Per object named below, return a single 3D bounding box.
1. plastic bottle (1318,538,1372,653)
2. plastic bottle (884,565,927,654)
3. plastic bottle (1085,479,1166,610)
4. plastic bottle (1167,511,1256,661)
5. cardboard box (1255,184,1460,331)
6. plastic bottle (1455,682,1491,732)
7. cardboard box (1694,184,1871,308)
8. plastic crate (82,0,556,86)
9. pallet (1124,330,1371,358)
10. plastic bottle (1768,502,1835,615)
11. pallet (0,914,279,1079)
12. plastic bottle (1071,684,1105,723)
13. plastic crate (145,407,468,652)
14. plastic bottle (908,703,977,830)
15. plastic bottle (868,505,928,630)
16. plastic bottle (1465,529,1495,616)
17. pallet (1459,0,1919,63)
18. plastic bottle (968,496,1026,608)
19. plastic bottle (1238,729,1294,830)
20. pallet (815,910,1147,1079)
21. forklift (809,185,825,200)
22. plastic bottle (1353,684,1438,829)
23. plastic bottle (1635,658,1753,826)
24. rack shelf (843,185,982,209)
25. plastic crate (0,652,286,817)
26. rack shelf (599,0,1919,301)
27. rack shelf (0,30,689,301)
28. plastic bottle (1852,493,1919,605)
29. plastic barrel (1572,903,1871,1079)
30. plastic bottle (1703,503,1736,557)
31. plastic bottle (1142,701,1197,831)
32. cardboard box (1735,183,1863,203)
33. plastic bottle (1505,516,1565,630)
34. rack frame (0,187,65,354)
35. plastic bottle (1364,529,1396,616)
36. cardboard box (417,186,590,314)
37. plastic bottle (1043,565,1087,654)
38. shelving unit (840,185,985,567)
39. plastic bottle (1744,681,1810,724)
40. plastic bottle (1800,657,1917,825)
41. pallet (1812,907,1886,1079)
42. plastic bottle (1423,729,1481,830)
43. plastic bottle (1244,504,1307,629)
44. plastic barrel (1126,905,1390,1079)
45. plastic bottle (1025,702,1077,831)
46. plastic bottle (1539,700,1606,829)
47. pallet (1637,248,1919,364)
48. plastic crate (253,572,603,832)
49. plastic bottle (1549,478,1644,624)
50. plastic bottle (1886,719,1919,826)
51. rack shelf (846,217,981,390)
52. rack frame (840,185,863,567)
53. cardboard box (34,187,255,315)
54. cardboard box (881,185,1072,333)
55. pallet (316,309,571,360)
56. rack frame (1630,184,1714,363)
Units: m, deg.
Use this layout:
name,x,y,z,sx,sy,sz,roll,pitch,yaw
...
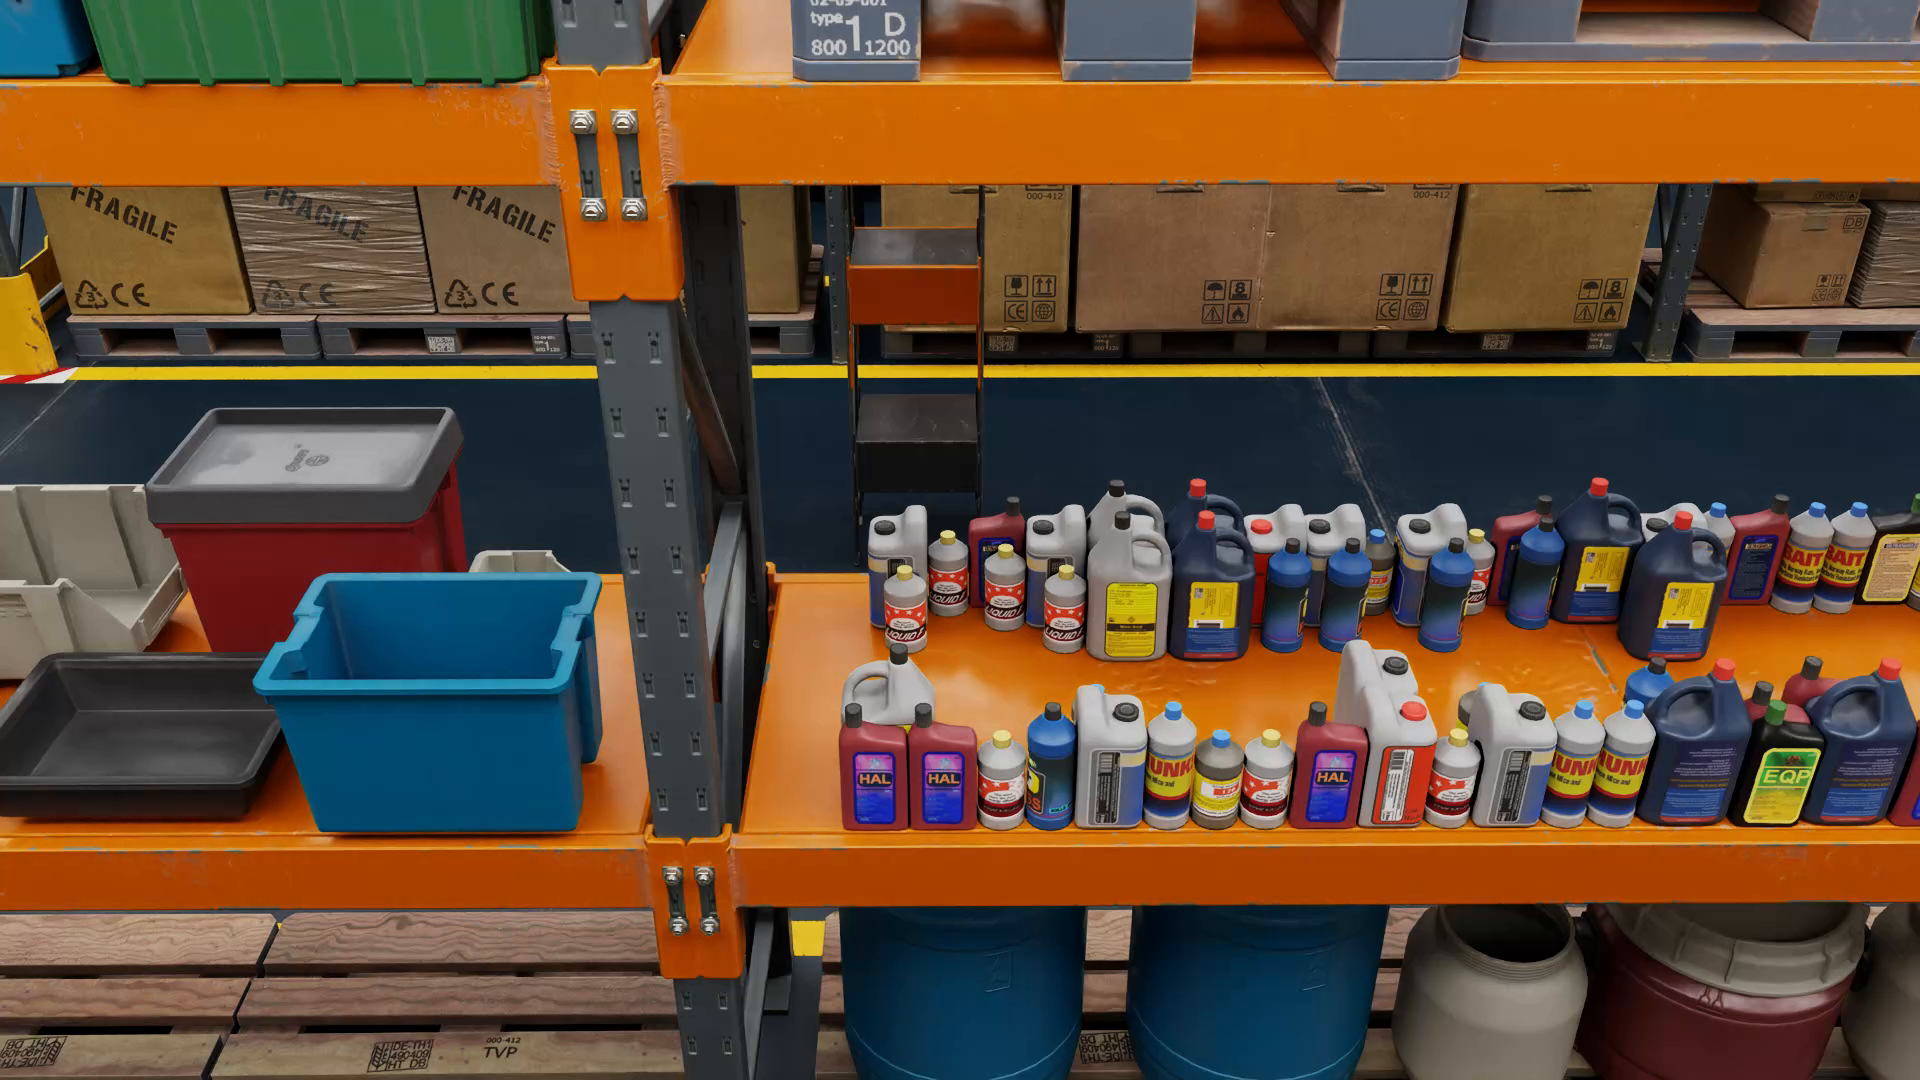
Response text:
name,x,y,z,sx,sy,sz,roll,pitch,yaw
plastic bottle,0.879,0.119,3.787,0.097,0.271,0.097,0,31,0
plastic bottle,-0.125,0.152,3.800,0.097,0.201,0.097,0,31,0
plastic bottle,0.381,0.020,3.874,0.185,0.351,0.144,0,31,0
plastic bottle,0.567,0.094,3.751,0.185,0.351,0.144,0,31,0
cardboard box,1.852,-1.692,8.290,0.875,0.875,1.225,0,31,0
plastic bottle,1.067,0.384,3.417,0.097,0.201,0.097,0,31,0
cardboard box,4.104,-1.542,8.386,0.500,0.500,0.700,-2,31,-3
plastic crate,-0.958,-0.863,2.593,0.662,0.188,0.450,0,31,0
pallet,1.428,-1.253,8.611,1.213,0.211,1.003,0,31,0
plastic bottle,1.989,0.036,3.922,0.097,0.271,0.097,0,31,0
pallet,-2.494,1.391,4.254,1.213,0.211,1.003,0,31,0
plastic bottle,0.275,0.386,3.413,0.097,0.201,0.097,0,31,0
plastic crate,-1.431,-0.009,3.754,0.583,0.464,0.402,0,31,0
plastic bottle,-0.034,0.441,3.244,0.133,0.283,0.061,0,31,0
plastic bottle,-0.144,0.055,3.887,0.135,0.276,0.152,0,31,0
plastic bottle,1.208,0.069,3.937,0.097,0.201,0.097,0,31,0
pallet,1.381,-1.089,2.943,1.213,0.211,1.003,0,31,0
plastic bottle,0.087,0.028,3.925,0.133,0.283,0.061,0,31,0
plastic bottle,0.606,0.464,3.285,0.097,0.201,0.097,0,31,0
pallet,0.236,1.382,4.268,1.213,0.211,1.003,0,31,0
forklift,-0.964,-3.607,9.870,3.031,2.935,1.130,-1,31,-1
plastic bottle,0.855,0.417,3.290,0.135,0.276,0.152,0,31,0
plastic bottle,1.441,0.386,3.270,0.185,0.351,0.144,0,31,0
rack shelf,-0.166,-1.484,5.848,0.480,0.518,0.431,0,31,0
plastic crate,-1.654,0.406,3.397,0.590,0.125,0.437,0,31,0
rack shelf,1.464,-0.810,2.995,4.000,0.370,1.077,0,31,0
rack shelf,-2.536,-0.798,2.974,4.000,0.370,1.077,0,31,0
plastic bottle,2.201,0.021,3.936,0.133,0.283,0.061,0,31,0
plastic barrel,1.845,1.024,4.091,0.708,0.588,0.600,0,31,0
plastic bottle,1.758,0.037,3.921,0.097,0.271,0.097,0,31,0
plastic bottle,0.411,0.435,3.265,0.097,0.271,0.097,0,31,0
cardboard box,4.104,-1.868,8.200,0.500,0.250,0.500,1,31,2
plastic bottle,1.342,0.070,3.867,0.097,0.271,0.097,0,31,0
rack frame,-4.566,-2.386,7.790,0.127,3.000,1.000,0,31,0
plastic bottle,0.976,0.069,3.935,0.097,0.201,0.097,0,31,0
cardboard box,-2.127,-1.706,8.313,0.875,0.875,0.875,0,31,0
plastic bottle,0.241,0.151,3.802,0.097,0.201,0.097,0,31,0
shelving unit,-0.166,-0.897,6.205,0.503,2.100,0.431,0,31,0
plastic bottle,1.600,0.404,3.305,0.133,0.283,0.061,0,31,0
plastic bottle,1.759,0.385,3.272,0.185,0.351,0.144,0,31,0
pallet,2.676,1.375,4.281,1.213,0.211,1.003,0,31,0
plastic bottle,0.971,0.463,3.286,0.097,0.201,0.097,0,31,0
plastic bottle,0.726,0.053,3.891,0.135,0.276,0.152,0,31,0
plastic barrel,0.716,0.894,4.004,0.708,0.901,0.600,0,31,0
plastic bottle,0.179,0.436,3.264,0.097,0.271,0.097,0,31,0
plastic bottle,1.203,0.433,3.269,0.097,0.271,0.097,0,31,0
pallet,4.215,-1.220,8.557,1.213,0.211,1.003,0,31,0
plastic crate,-1.001,0.331,3.271,0.575,0.384,0.392,0,31,0
plastic bottle,1.482,0.016,3.879,0.185,0.351,0.144,0,31,0
plastic bottle,1.919,0.435,3.254,0.133,0.283,0.061,0,31,0
rack shelf,-0.166,-0.886,6.212,0.480,0.518,0.431,0,31,0
rack frame,-0.410,-0.896,6.203,0.015,2.100,0.400,0,31,0
cardboard box,-3.927,-1.700,8.304,0.875,0.875,0.875,0,31,0
cardboard box,0.074,-1.682,8.273,0.875,0.875,1.225,0,31,0
pallet,-2.550,-1.239,8.588,1.213,0.211,1.003,0,31,0
rack frame,3.434,-2.411,7.831,0.127,3.000,1.000,0,31,0
